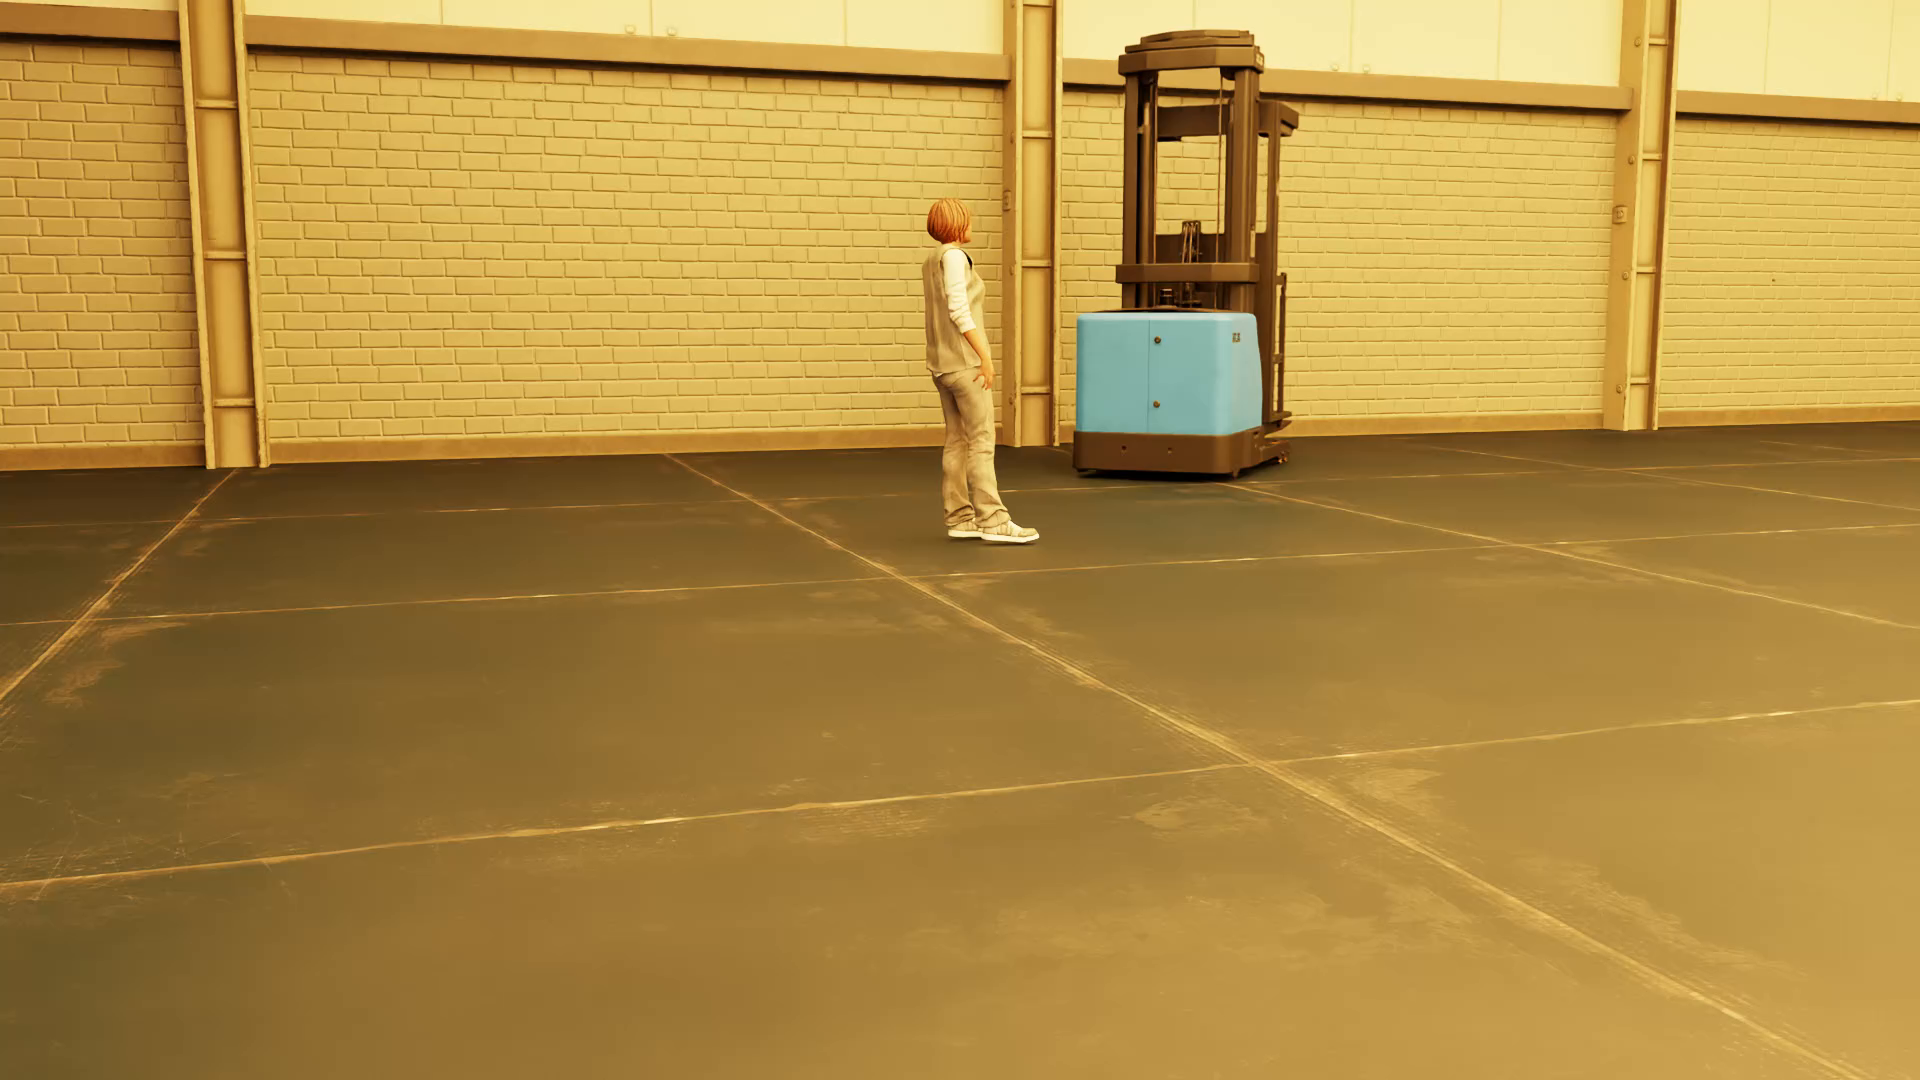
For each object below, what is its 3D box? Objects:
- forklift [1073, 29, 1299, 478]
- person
[{"bbox_3d":[1.762,-2.010,11.831,1.130,2.935,3.031,3,8,22],"label":"forklift"},{"bbox_3d":[0.074,-0.800,7.825,0.475,1.596,0.521,-3,8,-18],"label":"person"}]
